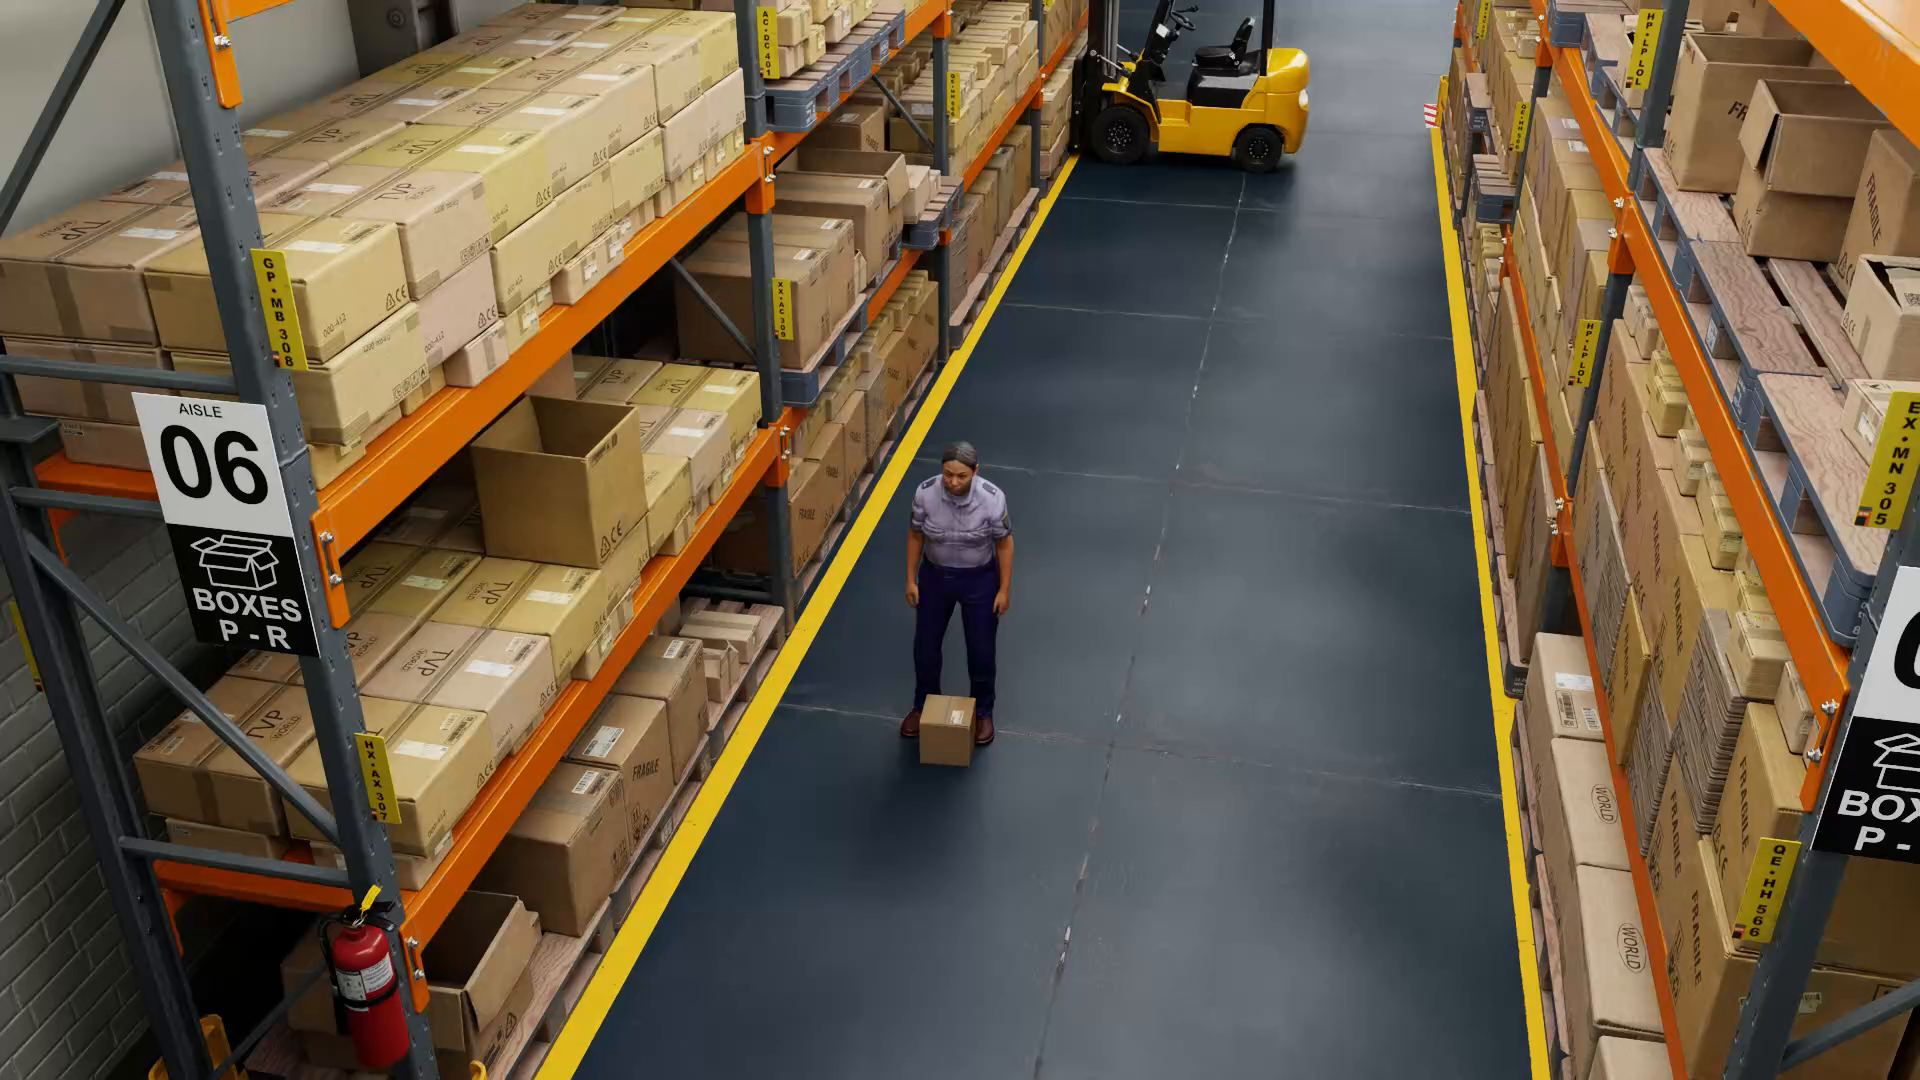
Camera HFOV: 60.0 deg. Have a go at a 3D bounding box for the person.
[{"bbox_3d":[-0.015,0.230,8.205,0.549,1.651,0.367,6,29,10],"label":"person"}]
